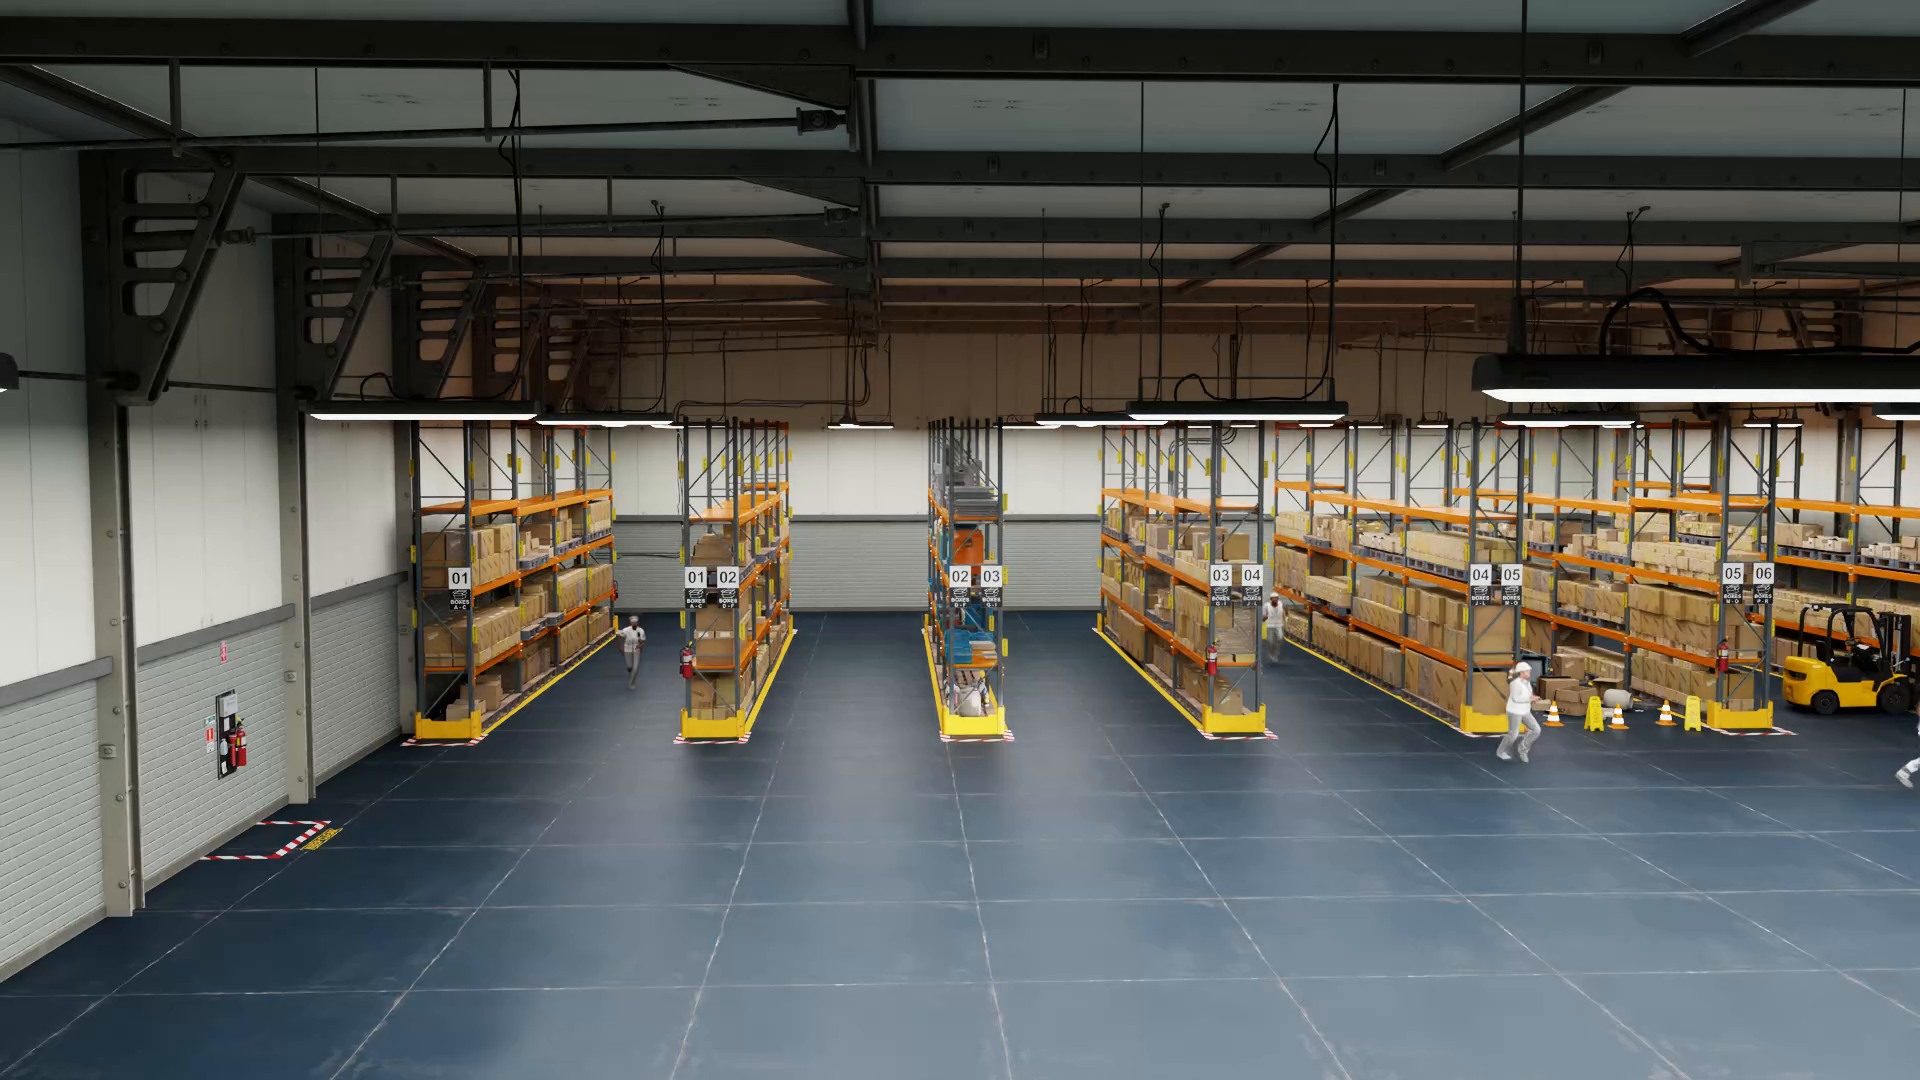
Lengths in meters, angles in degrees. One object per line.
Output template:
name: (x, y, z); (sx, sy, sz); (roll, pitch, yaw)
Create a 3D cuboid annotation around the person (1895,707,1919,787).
person: (15.245, 3.135, 26.172); (0.913, 1.848, 0.690); (4, 5, 44)

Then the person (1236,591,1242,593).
person: (7.792, 1.844, 47.253); (0.632, 1.645, 0.639); (1, 4, 14)

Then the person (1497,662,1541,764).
person: (9.629, 2.970, 28.618); (0.682, 1.764, 0.808); (-4, 5, -45)

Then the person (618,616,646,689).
person: (-7.295, 2.505, 37.000); (0.615, 1.649, 0.642); (-1, 4, -12)

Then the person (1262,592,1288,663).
person: (7.770, 2.155, 41.036); (0.717, 1.760, 0.818); (0, 4, -1)
